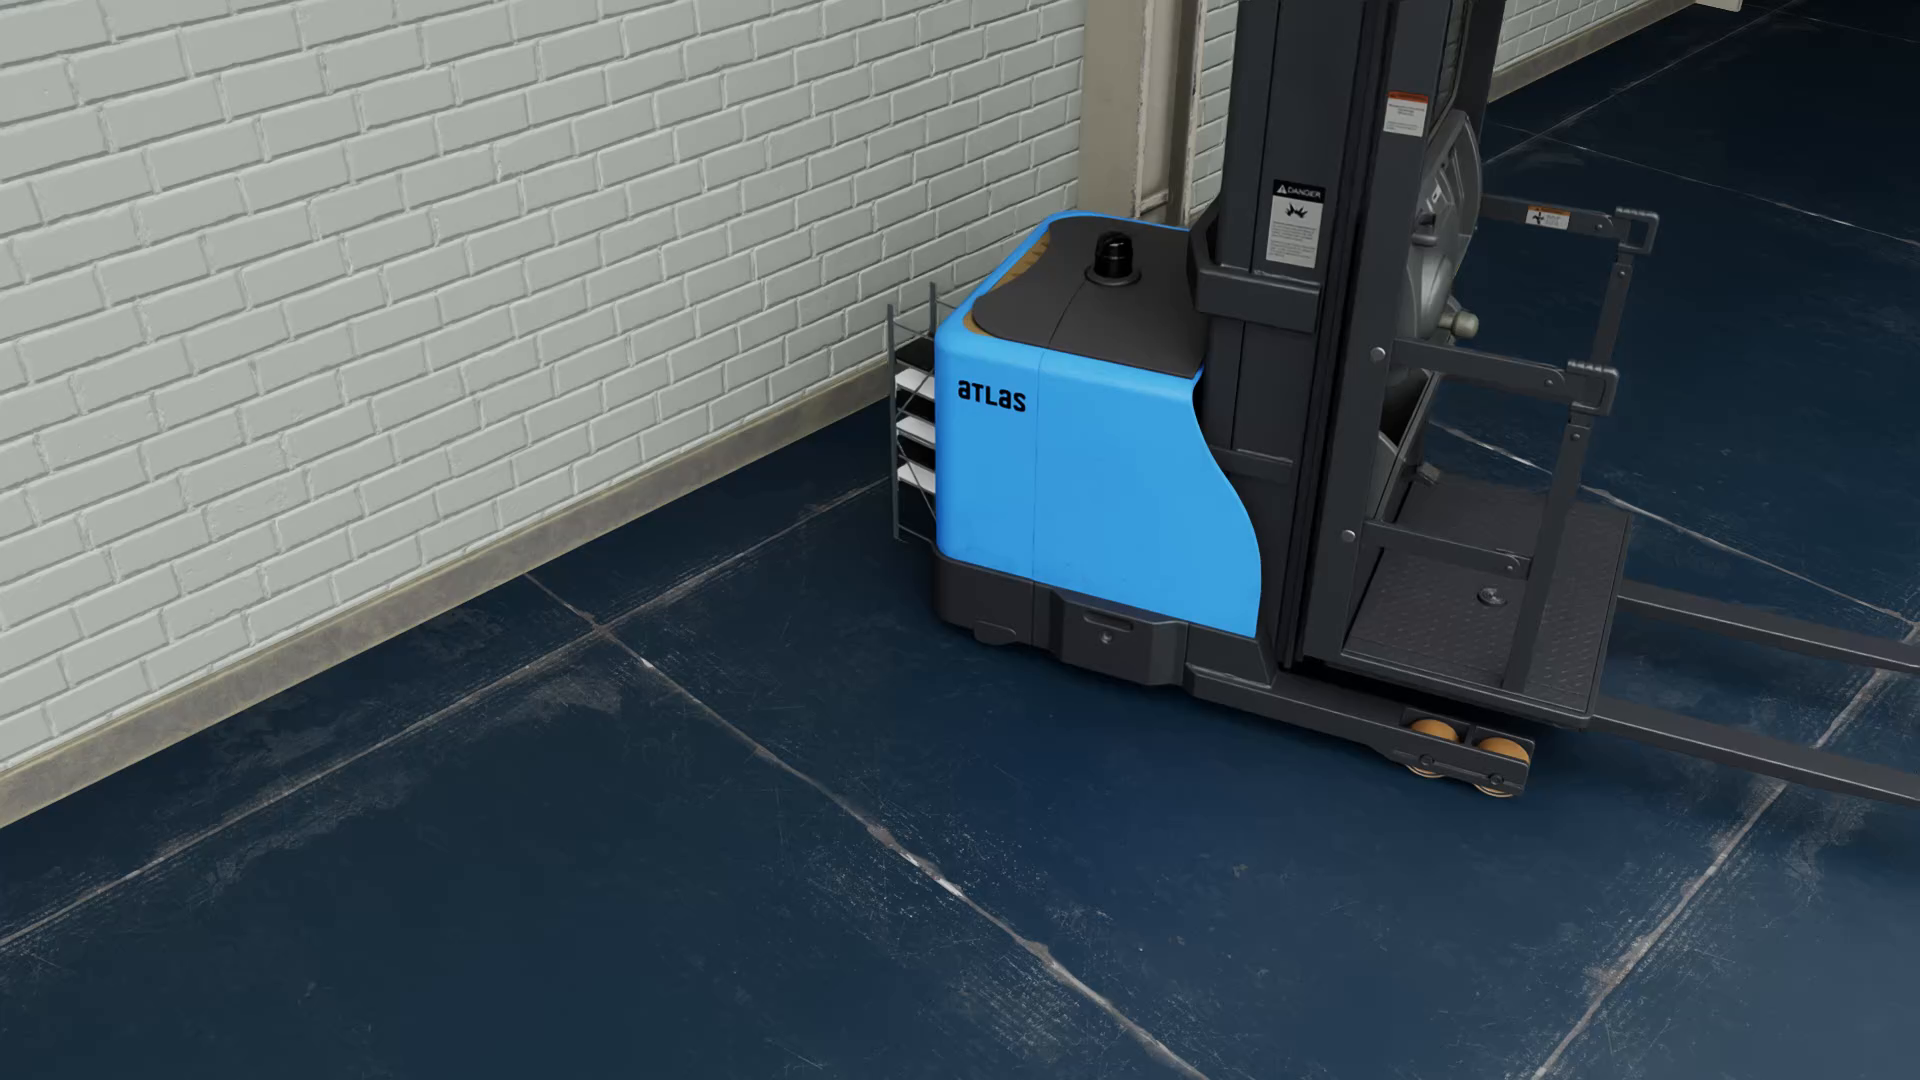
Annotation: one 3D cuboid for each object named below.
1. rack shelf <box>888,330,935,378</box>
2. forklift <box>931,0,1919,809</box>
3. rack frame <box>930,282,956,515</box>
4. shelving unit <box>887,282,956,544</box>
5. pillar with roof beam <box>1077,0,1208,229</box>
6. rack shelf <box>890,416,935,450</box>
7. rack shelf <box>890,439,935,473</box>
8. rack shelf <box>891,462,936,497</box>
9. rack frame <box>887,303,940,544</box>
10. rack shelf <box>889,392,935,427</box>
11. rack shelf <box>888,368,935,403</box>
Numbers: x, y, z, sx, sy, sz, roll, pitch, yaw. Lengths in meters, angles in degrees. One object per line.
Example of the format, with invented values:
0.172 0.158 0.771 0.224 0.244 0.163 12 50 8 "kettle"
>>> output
-0.070 -0.571 5.368 0.258 0.077 0.200 26 43 32 "rack shelf"
1.472 -0.823 4.367 3.031 2.935 1.130 14 37 20 "forklift"
-0.004 -0.421 5.567 0.240 0.900 0.006 26 43 32 "rack frame"
-0.070 -0.377 5.503 0.258 0.900 0.210 26 43 32 "shelving unit"
3.789 -3.016 2.208 9.100 9.000 0.400 30 45 35 "pillar with roof beam"
-0.070 -0.349 5.522 0.258 0.077 0.200 26 43 32 "rack shelf"
-0.070 -0.275 5.574 0.258 0.077 0.200 26 43 32 "rack shelf"
-0.070 -0.202 5.625 0.258 0.077 0.200 26 43 32 "rack shelf"
-0.137 -0.332 5.440 0.240 0.900 0.006 26 43 32 "rack frame"
-0.070 -0.423 5.471 0.258 0.077 0.200 26 43 32 "rack shelf"
-0.070 -0.497 5.419 0.258 0.077 0.200 26 43 32 "rack shelf"
